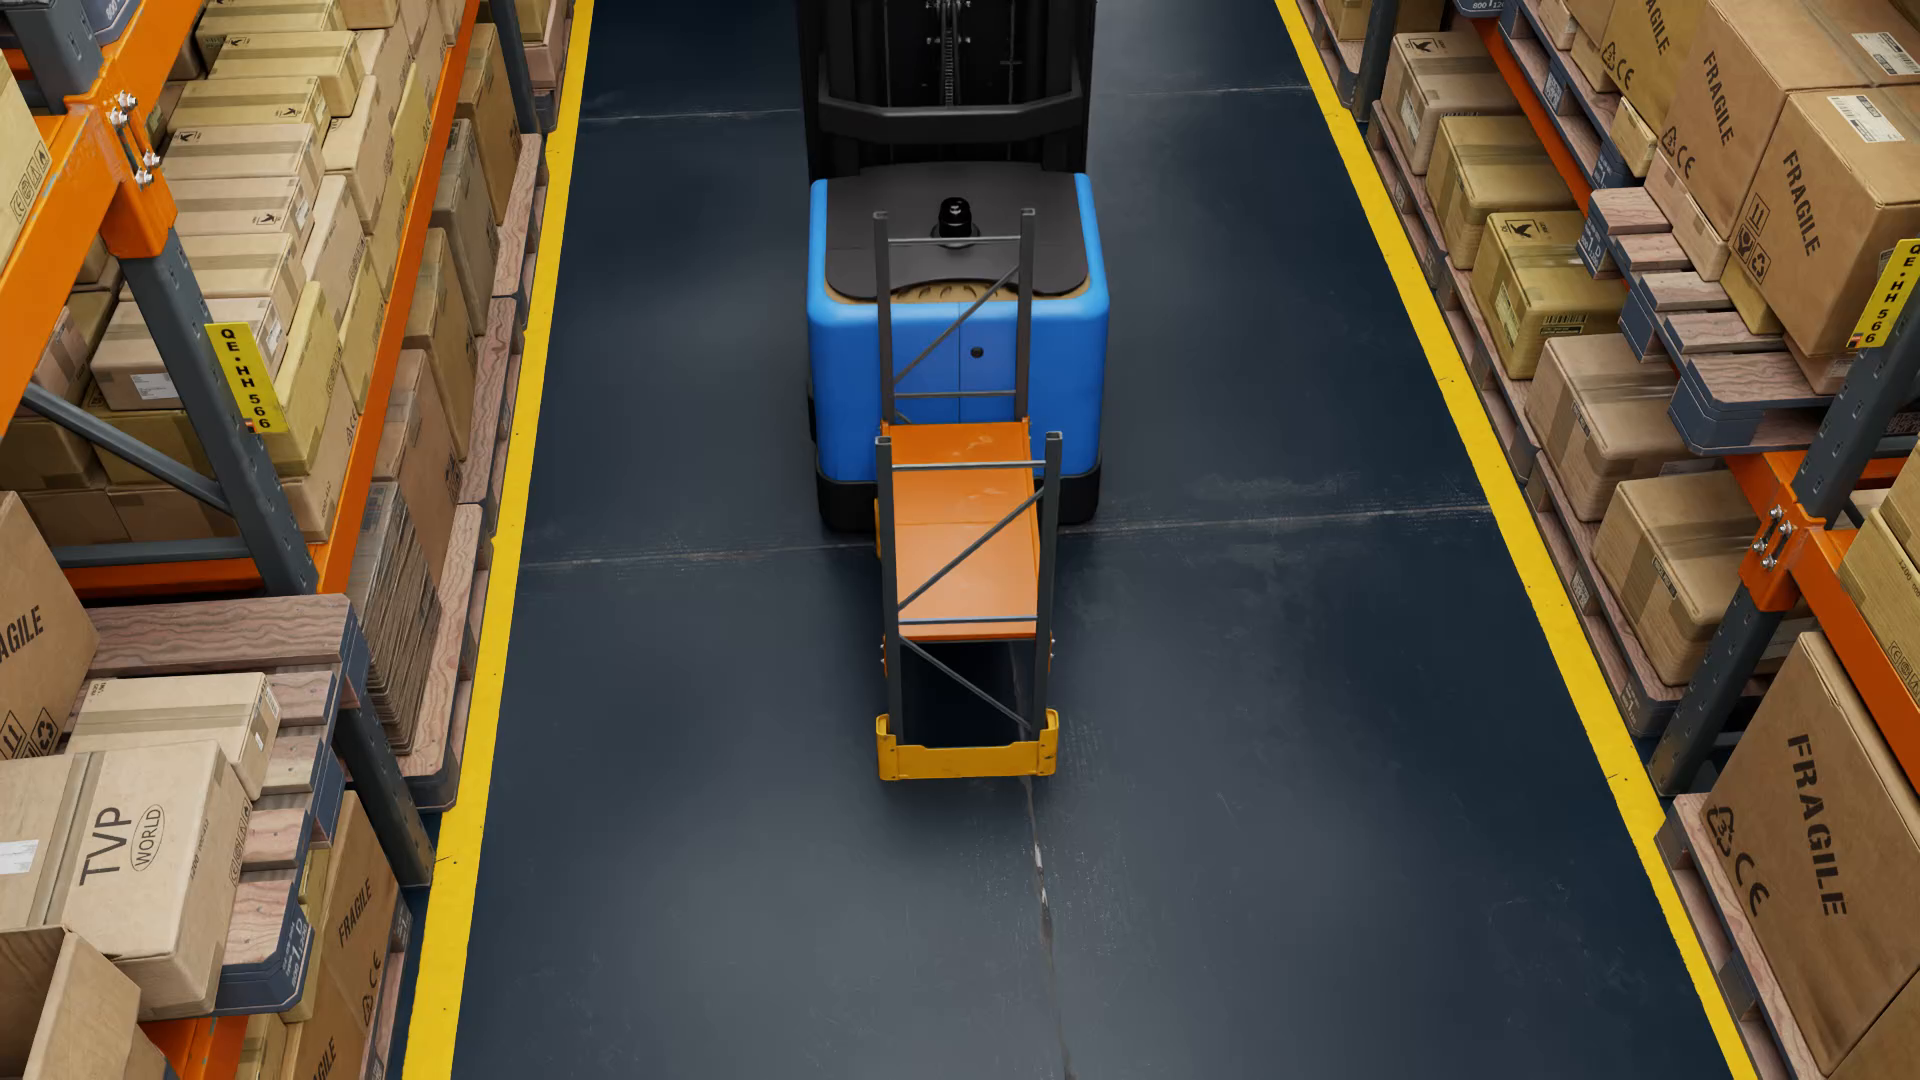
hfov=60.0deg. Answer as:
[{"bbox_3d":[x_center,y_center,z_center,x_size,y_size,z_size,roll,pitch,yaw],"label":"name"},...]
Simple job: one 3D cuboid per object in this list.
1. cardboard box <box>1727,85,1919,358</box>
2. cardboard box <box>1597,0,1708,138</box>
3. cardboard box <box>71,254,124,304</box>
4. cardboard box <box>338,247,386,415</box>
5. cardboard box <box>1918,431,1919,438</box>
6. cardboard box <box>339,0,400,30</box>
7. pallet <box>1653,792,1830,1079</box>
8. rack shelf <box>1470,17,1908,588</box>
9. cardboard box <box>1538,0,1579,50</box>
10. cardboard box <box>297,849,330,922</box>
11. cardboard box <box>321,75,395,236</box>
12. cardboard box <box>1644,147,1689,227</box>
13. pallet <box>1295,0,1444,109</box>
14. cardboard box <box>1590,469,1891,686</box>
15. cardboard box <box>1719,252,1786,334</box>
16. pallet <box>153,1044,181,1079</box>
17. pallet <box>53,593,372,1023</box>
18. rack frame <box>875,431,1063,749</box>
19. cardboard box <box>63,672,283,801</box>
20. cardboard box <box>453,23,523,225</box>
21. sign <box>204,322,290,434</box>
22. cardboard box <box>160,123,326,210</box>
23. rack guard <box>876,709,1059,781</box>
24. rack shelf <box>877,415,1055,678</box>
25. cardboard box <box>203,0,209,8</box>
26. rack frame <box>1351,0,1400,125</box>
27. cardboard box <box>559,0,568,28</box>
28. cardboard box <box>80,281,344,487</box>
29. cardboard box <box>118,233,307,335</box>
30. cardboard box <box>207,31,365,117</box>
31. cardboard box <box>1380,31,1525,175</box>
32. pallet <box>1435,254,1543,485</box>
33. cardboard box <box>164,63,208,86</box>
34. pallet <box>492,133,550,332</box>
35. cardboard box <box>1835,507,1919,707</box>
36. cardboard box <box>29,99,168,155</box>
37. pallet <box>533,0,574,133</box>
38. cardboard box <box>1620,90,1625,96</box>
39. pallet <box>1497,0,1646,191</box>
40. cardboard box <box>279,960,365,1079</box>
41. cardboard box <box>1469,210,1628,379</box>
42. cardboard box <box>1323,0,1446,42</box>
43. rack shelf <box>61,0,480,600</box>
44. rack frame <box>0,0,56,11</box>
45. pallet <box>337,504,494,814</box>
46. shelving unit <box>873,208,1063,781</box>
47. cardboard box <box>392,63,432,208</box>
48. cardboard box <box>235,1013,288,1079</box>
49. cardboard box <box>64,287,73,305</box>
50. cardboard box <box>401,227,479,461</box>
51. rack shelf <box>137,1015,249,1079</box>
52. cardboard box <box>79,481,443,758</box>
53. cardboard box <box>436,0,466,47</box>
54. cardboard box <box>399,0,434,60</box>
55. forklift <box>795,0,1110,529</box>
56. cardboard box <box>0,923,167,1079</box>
[{"bbox_3d":[2.467,-0.852,4.428,0.500,0.500,0.500,-5,47,-4],"label":"cardboard box"},{"bbox_3d":[2.370,-1.591,5.128,0.500,0.500,0.500,-6,47,-6],"label":"cardboard box"},{"bbox_3d":[-2.523,-0.753,4.656,0.500,0.250,0.500,-3,47,-3],"label":"cardboard box"},{"bbox_3d":[-1.994,-0.603,4.859,0.500,0.250,0.500,-4,47,-4],"label":"cardboard box"},{"bbox_3d":[2.580,-0.266,3.678,0.500,0.500,0.500,-5,47,-5],"label":"cardboard box"},{"bbox_3d":[-2.013,-1.763,5.338,0.380,0.149,0.250,-5,47,-4],"label":"cardboard box"},{"bbox_3d":[2.773,1.275,4.897,1.003,0.211,1.213,-3,47,-3],"label":"pallet"},{"bbox_3d":[2.615,-1.459,6.061,1.077,0.370,4.000,-3,47,-3],"label":"rack shelf"},{"bbox_3d":[2.260,-1.847,5.818,0.380,0.149,0.250,-2,47,-2],"label":"cardboard box"},{"bbox_3d":[-1.870,0.879,4.337,0.380,0.149,0.250,-6,47,-5],"label":"cardboard box"},{"bbox_3d":[-2.024,-1.153,5.035,0.500,0.250,0.500,-5,47,-4],"label":"cardboard box"},{"bbox_3d":[2.347,-1.092,5.102,0.380,0.149,0.250,-5,47,-5],"label":"cardboard box"},{"bbox_3d":[2.356,-2.678,8.641,1.003,0.211,1.213,-3,47,-3],"label":"pallet"},{"bbox_3d":[2.745,0.091,5.619,0.950,0.372,0.625,-6,47,-6],"label":"cardboard box"},{"bbox_3d":[2.426,-0.730,4.759,0.380,0.149,0.250,-3,47,-3],"label":"cardboard box"},{"bbox_3d":[-1.996,1.518,2.879,1.003,0.211,1.213,-3,47,-3],"label":"pallet"},{"bbox_3d":[-2.037,0.597,3.750,1.213,0.211,1.003,-3,47,-3],"label":"pallet"},{"bbox_3d":[0.024,0.243,4.987,0.500,1.500,0.032,-2,47,-2],"label":"rack frame"},{"bbox_3d":[-1.726,0.439,3.652,0.380,0.149,0.250,-3,47,-3],"label":"cardboard box"},{"bbox_3d":[-2.443,-1.800,7.235,0.875,0.625,0.625,-2,47,-2],"label":"cardboard box"},{"bbox_3d":[-1.623,-0.365,3.787,0.100,0.325,0.005,-3,47,-3],"label":"sign"},{"bbox_3d":[-2.002,-1.026,4.641,0.380,0.149,0.250,-3,47,-3],"label":"cardboard box"},{"bbox_3d":[0.024,0.672,5.442,0.587,0.250,0.087,-2,47,-2],"label":"rack guard"},{"bbox_3d":[0.003,-0.002,5.467,0.538,0.185,1.000,-2,47,-2],"label":"rack shelf"},{"bbox_3d":[-2.601,-1.733,5.310,0.380,0.149,0.250,-3,47,-3],"label":"cardboard box"},{"bbox_3d":[2.448,-3.153,7.170,1.000,3.000,0.127,-3,47,-3],"label":"rack frame"},{"bbox_3d":[-2.267,-2.784,8.426,0.500,0.250,0.500,-4,47,-4],"label":"cardboard box"},{"bbox_3d":[-1.932,-0.413,4.334,0.500,0.250,0.500,-4,47,-3],"label":"cardboard box"},{"bbox_3d":[-1.920,-0.654,4.288,0.380,0.149,0.250,-3,47,-2],"label":"cardboard box"},{"bbox_3d":[-2.015,-1.394,4.989,0.380,0.149,0.250,-3,47,-2],"label":"cardboard box"},{"bbox_3d":[2.494,-2.015,7.613,0.950,0.372,0.625,-3,47,-3],"label":"cardboard box"},{"bbox_3d":[2.620,-0.746,6.811,1.003,0.211,1.213,-3,47,-3],"label":"pallet"},{"bbox_3d":[-2.596,-1.480,5.345,0.500,0.250,0.500,-4,47,-4],"label":"cardboard box"},{"bbox_3d":[-2.398,-1.359,7.392,1.003,0.211,1.213,-3,47,-3],"label":"pallet"},{"bbox_3d":[2.573,0.162,4.134,0.500,0.250,0.500,-4,47,-4],"label":"cardboard box"},{"bbox_3d":[-2.521,-1.176,4.782,0.380,0.149,0.250,-4,47,-4],"label":"cardboard box"},{"bbox_3d":[-2.523,-2.468,8.442,1.003,0.211,1.213,-3,47,-3],"label":"pallet"},{"bbox_3d":[2.415,-1.480,5.469,0.380,0.149,0.250,-3,47,-3],"label":"cardboard box"},{"bbox_3d":[2.576,-1.623,5.853,1.003,0.211,1.213,-3,47,-3],"label":"pallet"},{"bbox_3d":[-1.882,1.416,4.275,0.500,0.500,0.500,-4,47,-4],"label":"cardboard box"},{"bbox_3d":[2.618,-0.992,6.644,0.950,0.372,0.625,-2,47,-2],"label":"cardboard box"},{"bbox_3d":[2.130,-2.764,8.406,0.500,0.250,0.500,-2,47,-1],"label":"cardboard box"},{"bbox_3d":[-2.331,-1.154,5.773,1.077,0.370,4.000,-3,47,-3],"label":"rack shelf"},{"bbox_3d":[-2.163,-2.018,1.963,1.000,3.000,0.127,-3,47,-3],"label":"rack frame"},{"bbox_3d":[-2.193,0.406,5.720,1.003,0.211,1.213,-3,47,-3],"label":"pallet"},{"bbox_3d":[0.004,-0.119,5.330,0.587,1.500,1.083,-2,47,-2],"label":"shelving unit"},{"bbox_3d":[-2.086,-1.351,5.567,0.500,0.250,0.500,-2,47,-2],"label":"cardboard box"},{"bbox_3d":[-1.838,1.268,3.969,0.380,0.149,0.250,-5,47,-5],"label":"cardboard box"},{"bbox_3d":[-2.526,-0.618,4.254,0.380,0.149,0.250,-2,47,-2],"label":"cardboard box"},{"bbox_3d":[-2.321,-0.694,6.188,0.875,0.625,0.625,-5,47,-5],"label":"cardboard box"},{"bbox_3d":[-1.996,1.740,3.032,1.077,0.370,4.000,-3,47,-3],"label":"rack shelf"},{"bbox_3d":[-2.202,0.265,5.279,0.875,0.625,0.625,-2,47,-2],"label":"cardboard box"},{"bbox_3d":[-2.148,-2.085,6.262,0.500,0.250,0.500,-4,47,-4],"label":"cardboard box"},{"bbox_3d":[-2.115,-1.887,5.731,0.500,0.250,0.500,-3,47,-3],"label":"cardboard box"},{"bbox_3d":[-0.061,-2.108,6.228,1.130,2.935,3.031,-2,47,-2],"label":"forklift"},{"bbox_3d":[-1.843,1.035,2.843,0.797,0.503,0.637,-4,47,-4],"label":"cardboard box"}]
